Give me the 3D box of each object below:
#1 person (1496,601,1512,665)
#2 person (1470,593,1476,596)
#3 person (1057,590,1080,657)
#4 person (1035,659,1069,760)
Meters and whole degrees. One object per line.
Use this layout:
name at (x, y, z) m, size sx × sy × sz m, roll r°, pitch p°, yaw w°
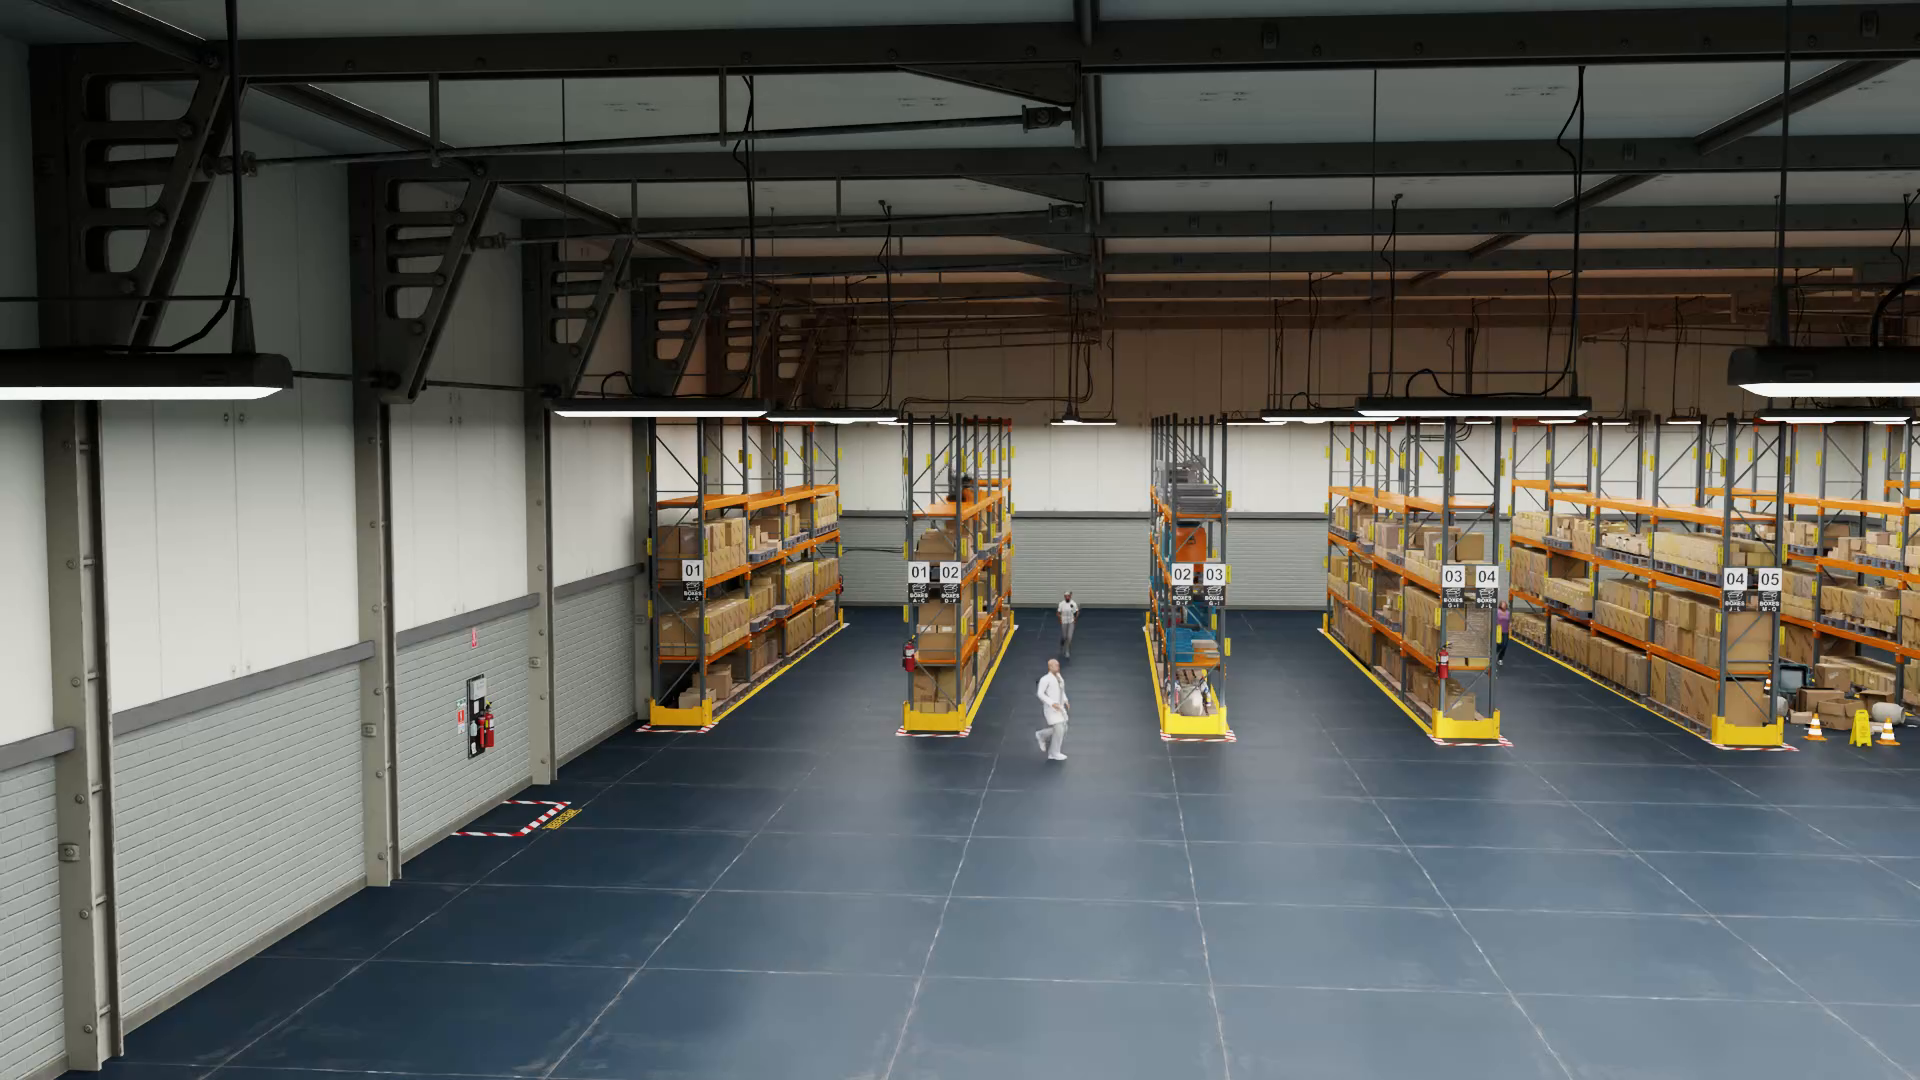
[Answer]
person at (13.090, 2.242, 40.147) m, size 0.518 × 1.554 × 0.526 m, roll 0°, pitch 4°, yaw 1°
person at (14.193, 1.801, 46.233) m, size 0.648 × 1.670 × 0.695 m, roll 3°, pitch 5°, yaw 36°
person at (2.727, 2.088, 41.846) m, size 0.576 × 1.678 × 0.609 m, roll 0°, pitch 4°, yaw 3°
person at (1.571, 2.918, 28.765) m, size 0.670 × 1.728 × 0.756 m, roll 3°, pitch 5°, yaw 34°
